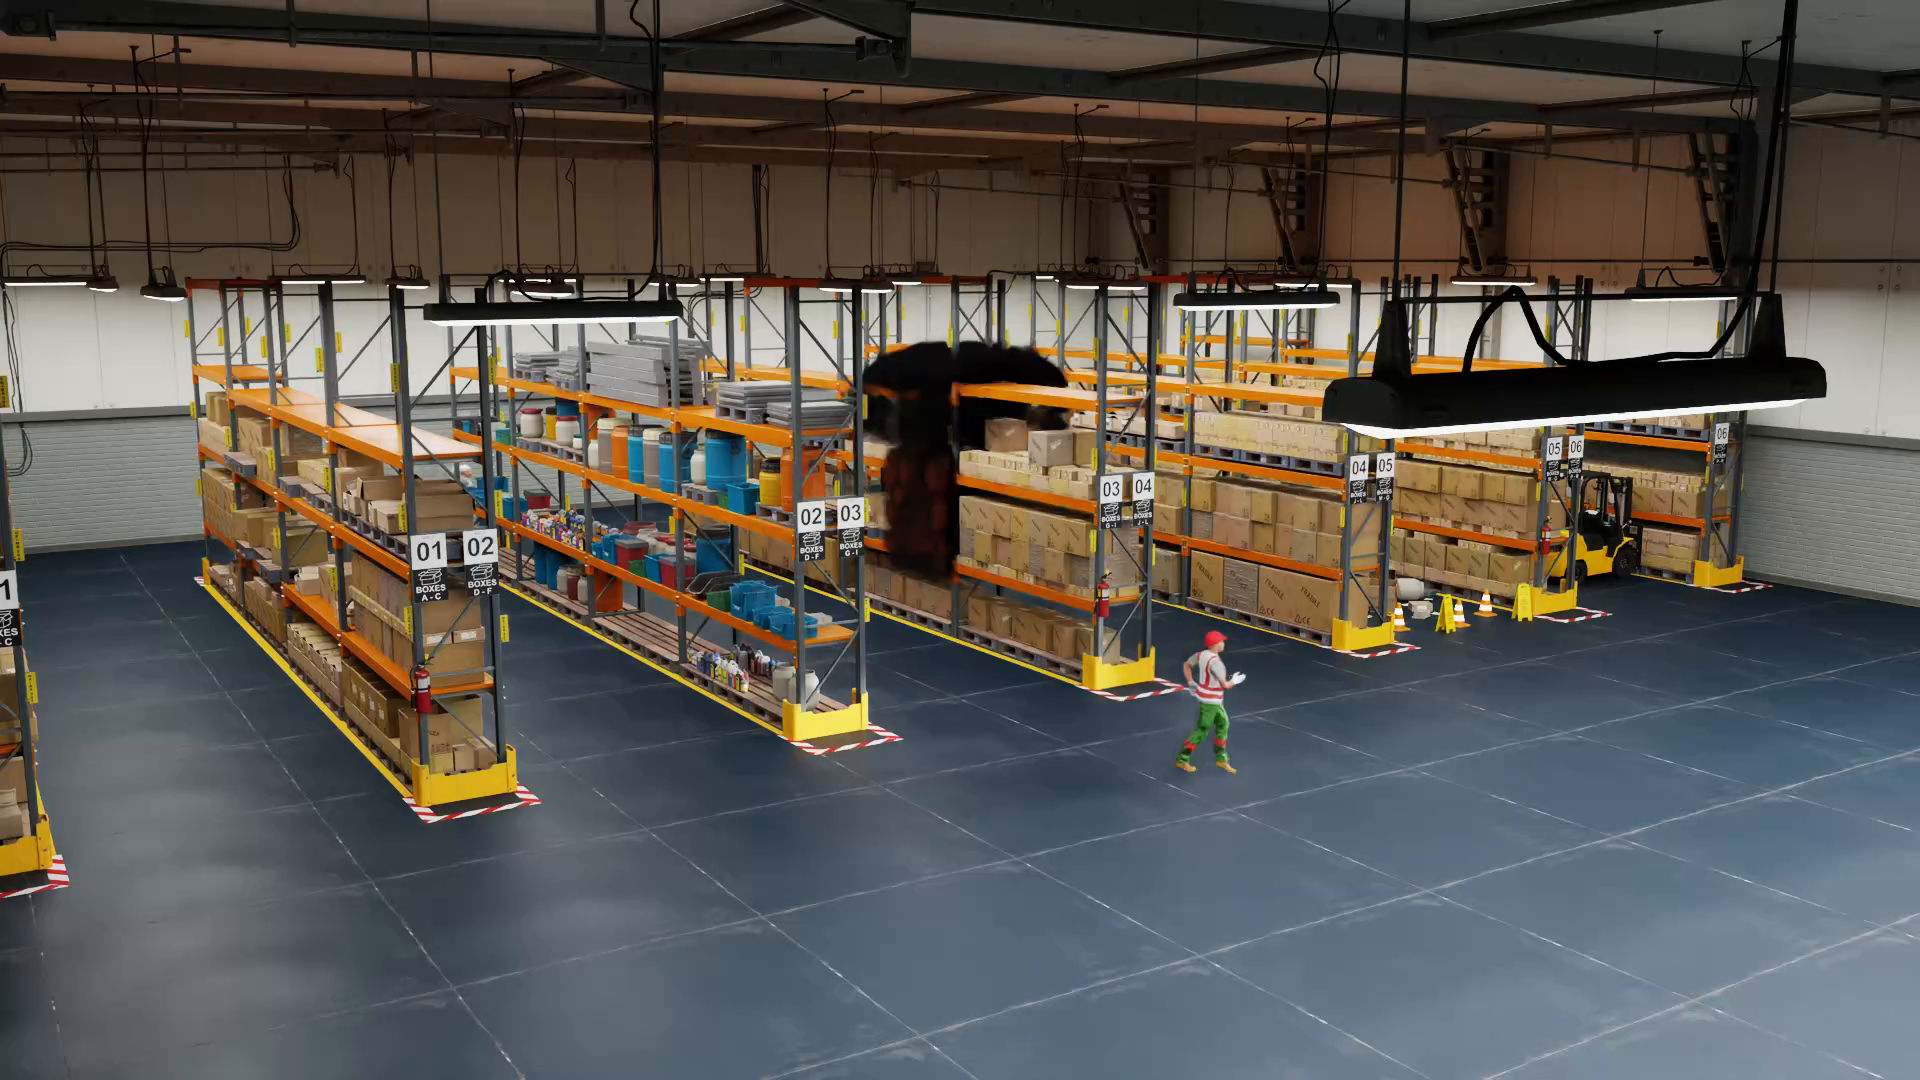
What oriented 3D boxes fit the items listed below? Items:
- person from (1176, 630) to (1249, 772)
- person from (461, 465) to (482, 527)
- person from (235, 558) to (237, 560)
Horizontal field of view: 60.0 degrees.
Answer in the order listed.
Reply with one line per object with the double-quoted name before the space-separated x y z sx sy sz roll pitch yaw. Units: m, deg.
"person" 3.112 2.010 20.545 0.910 1.823 0.652 -1 10 -7
"person" -11.007 -0.789 37.249 0.993 1.796 0.654 -4 10 -24
"person" -14.618 -0.224 34.190 0.724 1.847 0.655 -2 10 -10
